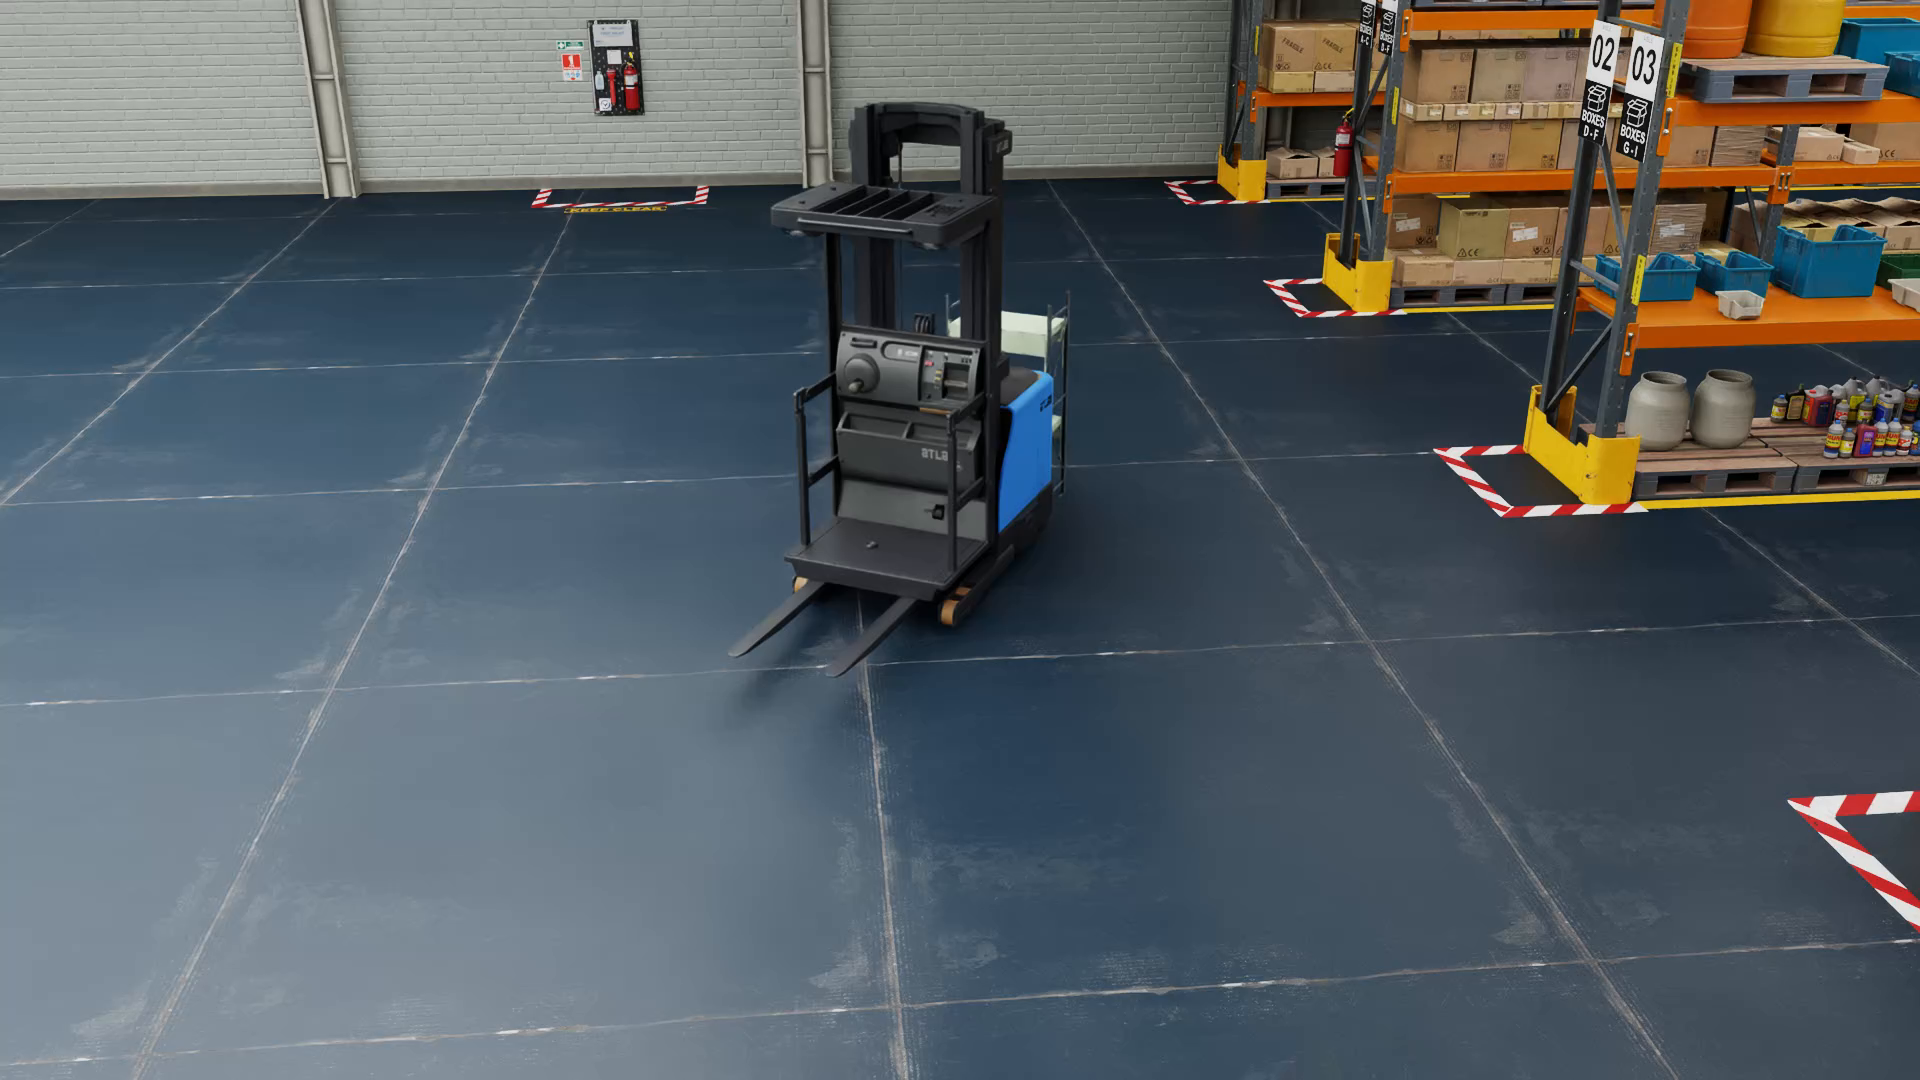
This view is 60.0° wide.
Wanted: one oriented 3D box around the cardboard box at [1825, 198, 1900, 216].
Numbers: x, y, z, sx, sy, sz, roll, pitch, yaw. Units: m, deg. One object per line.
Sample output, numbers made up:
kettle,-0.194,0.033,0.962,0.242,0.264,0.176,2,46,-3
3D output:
cardboard box,9.376,-3.364,17.303,0.500,0.311,0.500,-2,24,-5

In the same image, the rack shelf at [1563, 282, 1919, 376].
rack shelf,6.480,-1.587,12.013,4.000,0.370,1.077,-2,24,-5

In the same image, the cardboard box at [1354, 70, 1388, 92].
cardboard box,5.056,-5.716,20.578,0.500,0.250,0.500,-3,24,-6

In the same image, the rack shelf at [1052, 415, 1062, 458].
rack shelf,0.332,-0.708,11.799,0.720,0.370,0.431,10,26,21

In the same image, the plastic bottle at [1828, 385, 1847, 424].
plastic bottle,6.666,-1.047,12.725,0.135,0.276,0.152,-3,24,-7

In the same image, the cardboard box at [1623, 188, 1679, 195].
cardboard box,6.998,-3.361,17.063,0.500,0.500,0.500,-2,24,-5

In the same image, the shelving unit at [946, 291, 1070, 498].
shelving unit,0.332,-1.006,11.666,0.755,1.500,0.431,10,26,21

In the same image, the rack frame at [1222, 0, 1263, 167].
rack frame,3.516,-5.840,20.696,0.127,3.000,1.000,-2,24,-5

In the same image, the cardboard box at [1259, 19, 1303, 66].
cardboard box,3.964,-6.228,20.806,0.500,0.500,0.500,-3,24,-6

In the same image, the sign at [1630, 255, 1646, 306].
sign,4.539,-1.740,11.130,0.005,0.325,0.100,-2,24,-5

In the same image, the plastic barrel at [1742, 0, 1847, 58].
plastic barrel,5.612,-3.581,11.172,0.600,0.588,0.600,0,24,0

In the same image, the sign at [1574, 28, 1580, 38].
sign,7.557,-6.176,20.387,0.005,0.325,0.100,-2,24,-5

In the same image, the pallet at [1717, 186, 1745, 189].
pallet,9.488,-4.807,21.806,1.213,0.211,1.003,-2,24,-5

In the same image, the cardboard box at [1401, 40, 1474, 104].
cardboard box,4.525,-4.492,15.943,0.500,0.500,0.700,-2,24,-5

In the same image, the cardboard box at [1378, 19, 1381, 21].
cardboard box,5.481,-6.287,20.938,0.500,0.500,0.500,-2,24,-4

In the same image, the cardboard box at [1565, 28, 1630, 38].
cardboard box,8.006,-6.253,20.961,0.500,0.500,0.700,-2,24,-5

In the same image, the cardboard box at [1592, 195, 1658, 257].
cardboard box,6.551,-3.132,16.549,0.500,0.500,0.500,-2,24,-5

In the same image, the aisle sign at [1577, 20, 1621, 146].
aisle sign,4.389,-3.141,11.423,0.004,0.787,0.394,-2,24,-5

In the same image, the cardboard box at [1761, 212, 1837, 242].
cardboard box,8.423,-3.105,16.721,0.500,0.311,0.500,-2,24,-5

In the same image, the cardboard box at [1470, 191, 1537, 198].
cardboard box,5.505,-3.304,16.935,0.500,0.500,0.500,-2,24,-5

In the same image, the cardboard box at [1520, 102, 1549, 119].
cardboard box,5.445,-4.151,15.974,0.250,0.149,0.380,-3,24,-7

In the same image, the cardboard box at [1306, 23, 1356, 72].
cardboard box,4.513,-6.037,20.375,0.500,0.500,0.500,-2,24,-5

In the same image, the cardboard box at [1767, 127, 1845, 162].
cardboard box,8.473,-3.967,16.666,0.500,0.250,0.500,-1,24,-2

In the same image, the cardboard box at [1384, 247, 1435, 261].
cardboard box,4.511,-2.914,16.982,0.500,0.250,0.500,-2,24,-5

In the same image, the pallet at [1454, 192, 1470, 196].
pallet,6.832,-4.685,21.530,1.213,0.211,1.003,-2,24,-5

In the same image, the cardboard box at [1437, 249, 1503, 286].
cardboard box,5.059,-2.726,16.559,0.500,0.250,0.500,-2,24,-5

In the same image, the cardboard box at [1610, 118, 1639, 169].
cardboard box,6.522,-3.981,16.391,0.500,0.500,0.700,-2,24,-4

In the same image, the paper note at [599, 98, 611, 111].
paper note,-4.490,-5.513,21.046,0.142,0.148,0.016,-2,24,-5

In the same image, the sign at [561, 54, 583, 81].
sign,-4.867,-5.931,20.857,0.234,0.329,0.001,-2,24,-5

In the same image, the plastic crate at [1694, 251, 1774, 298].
plastic crate,5.605,-1.932,12.088,0.408,0.251,0.499,-2,24,-5

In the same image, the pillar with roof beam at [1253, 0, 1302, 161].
pillar with roof beam,4.551,-7.219,16.413,0.400,9.000,9.100,-2,24,-5

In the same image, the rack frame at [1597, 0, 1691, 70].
rack frame,4.490,-4.577,10.469,0.127,3.000,1.000,-2,24,-5

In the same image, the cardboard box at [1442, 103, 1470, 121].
cardboard box,4.681,-4.120,15.906,0.250,0.149,0.380,-3,24,-7

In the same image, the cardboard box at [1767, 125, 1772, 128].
cardboard box,10.192,-5.514,21.575,0.500,0.250,0.500,-2,24,-4

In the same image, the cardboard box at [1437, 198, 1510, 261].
cardboard box,5.059,-3.068,16.405,0.500,0.500,0.500,-2,24,-5

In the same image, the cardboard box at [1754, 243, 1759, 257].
cardboard box,8.413,-2.849,16.835,0.500,0.250,0.500,-3,24,-6

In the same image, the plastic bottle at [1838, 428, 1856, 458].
plastic bottle,6.427,-0.709,12.055,0.097,0.201,0.097,0,24,0

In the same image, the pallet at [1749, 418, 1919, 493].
pallet,6.581,-0.661,12.478,1.213,0.211,1.003,-2,24,-5

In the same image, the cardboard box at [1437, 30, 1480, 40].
cardboard box,6.058,-6.101,20.521,0.500,0.500,0.500,-3,24,-7

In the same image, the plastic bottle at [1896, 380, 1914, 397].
plastic bottle,7.270,-1.093,12.820,0.133,0.283,0.061,-1,24,-3

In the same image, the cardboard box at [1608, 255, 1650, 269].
cardboard box,6.552,-2.784,16.690,0.500,0.250,0.500,-2,24,-5

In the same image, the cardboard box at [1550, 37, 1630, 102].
cardboard box,6.048,-4.556,16.087,0.500,0.500,0.700,-2,24,-5

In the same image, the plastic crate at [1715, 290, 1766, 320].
plastic crate,5.412,-1.621,11.529,0.250,0.136,0.298,-2,24,-5

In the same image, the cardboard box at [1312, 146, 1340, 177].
cardboard box,4.781,-4.827,21.185,0.500,0.311,0.500,0,24,-1

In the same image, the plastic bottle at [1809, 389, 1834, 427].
plastic bottle,6.539,-1.002,12.614,0.133,0.283,0.061,-2,24,-5

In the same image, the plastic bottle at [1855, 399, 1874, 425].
plastic bottle,6.886,-0.974,12.653,0.097,0.201,0.097,0,24,0

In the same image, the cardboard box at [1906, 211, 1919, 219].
cardboard box,9.953,-3.167,16.860,0.500,0.311,0.500,-2,24,-4

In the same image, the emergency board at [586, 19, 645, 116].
emergency board,-4.307,-5.895,20.820,0.643,1.169,0.194,-2,24,-5

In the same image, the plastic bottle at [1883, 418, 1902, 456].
plastic bottle,6.765,-0.754,12.071,0.097,0.271,0.097,0,24,0

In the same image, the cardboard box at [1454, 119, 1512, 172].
cardboard box,4.994,-3.920,16.254,0.500,0.500,0.700,-2,24,-4

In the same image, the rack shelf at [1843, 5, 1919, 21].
rack shelf,9.977,-5.120,16.268,4.000,0.370,1.077,-2,24,-5

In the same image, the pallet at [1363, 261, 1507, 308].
pallet,4.763,-2.611,16.865,1.213,0.211,1.003,-2,24,-5

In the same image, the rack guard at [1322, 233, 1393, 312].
rack guard,3.983,-2.695,16.698,0.348,0.500,1.175,-2,24,-5

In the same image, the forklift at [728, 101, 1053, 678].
forklift,-0.399,-1.009,9.911,1.130,2.935,3.031,10,26,21

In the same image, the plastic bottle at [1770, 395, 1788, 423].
plastic bottle,6.274,-1.009,12.730,0.097,0.201,0.097,0,24,0

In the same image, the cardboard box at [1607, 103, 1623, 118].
cardboard box,6.210,-4.181,16.041,0.250,0.149,0.380,-2,24,-3

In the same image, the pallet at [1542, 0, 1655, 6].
pallet,5.929,-5.236,15.753,1.213,0.211,1.003,-2,24,-5

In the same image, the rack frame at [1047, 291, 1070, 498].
rack frame,0.669,-0.948,11.536,0.023,1.500,0.400,10,26,21
